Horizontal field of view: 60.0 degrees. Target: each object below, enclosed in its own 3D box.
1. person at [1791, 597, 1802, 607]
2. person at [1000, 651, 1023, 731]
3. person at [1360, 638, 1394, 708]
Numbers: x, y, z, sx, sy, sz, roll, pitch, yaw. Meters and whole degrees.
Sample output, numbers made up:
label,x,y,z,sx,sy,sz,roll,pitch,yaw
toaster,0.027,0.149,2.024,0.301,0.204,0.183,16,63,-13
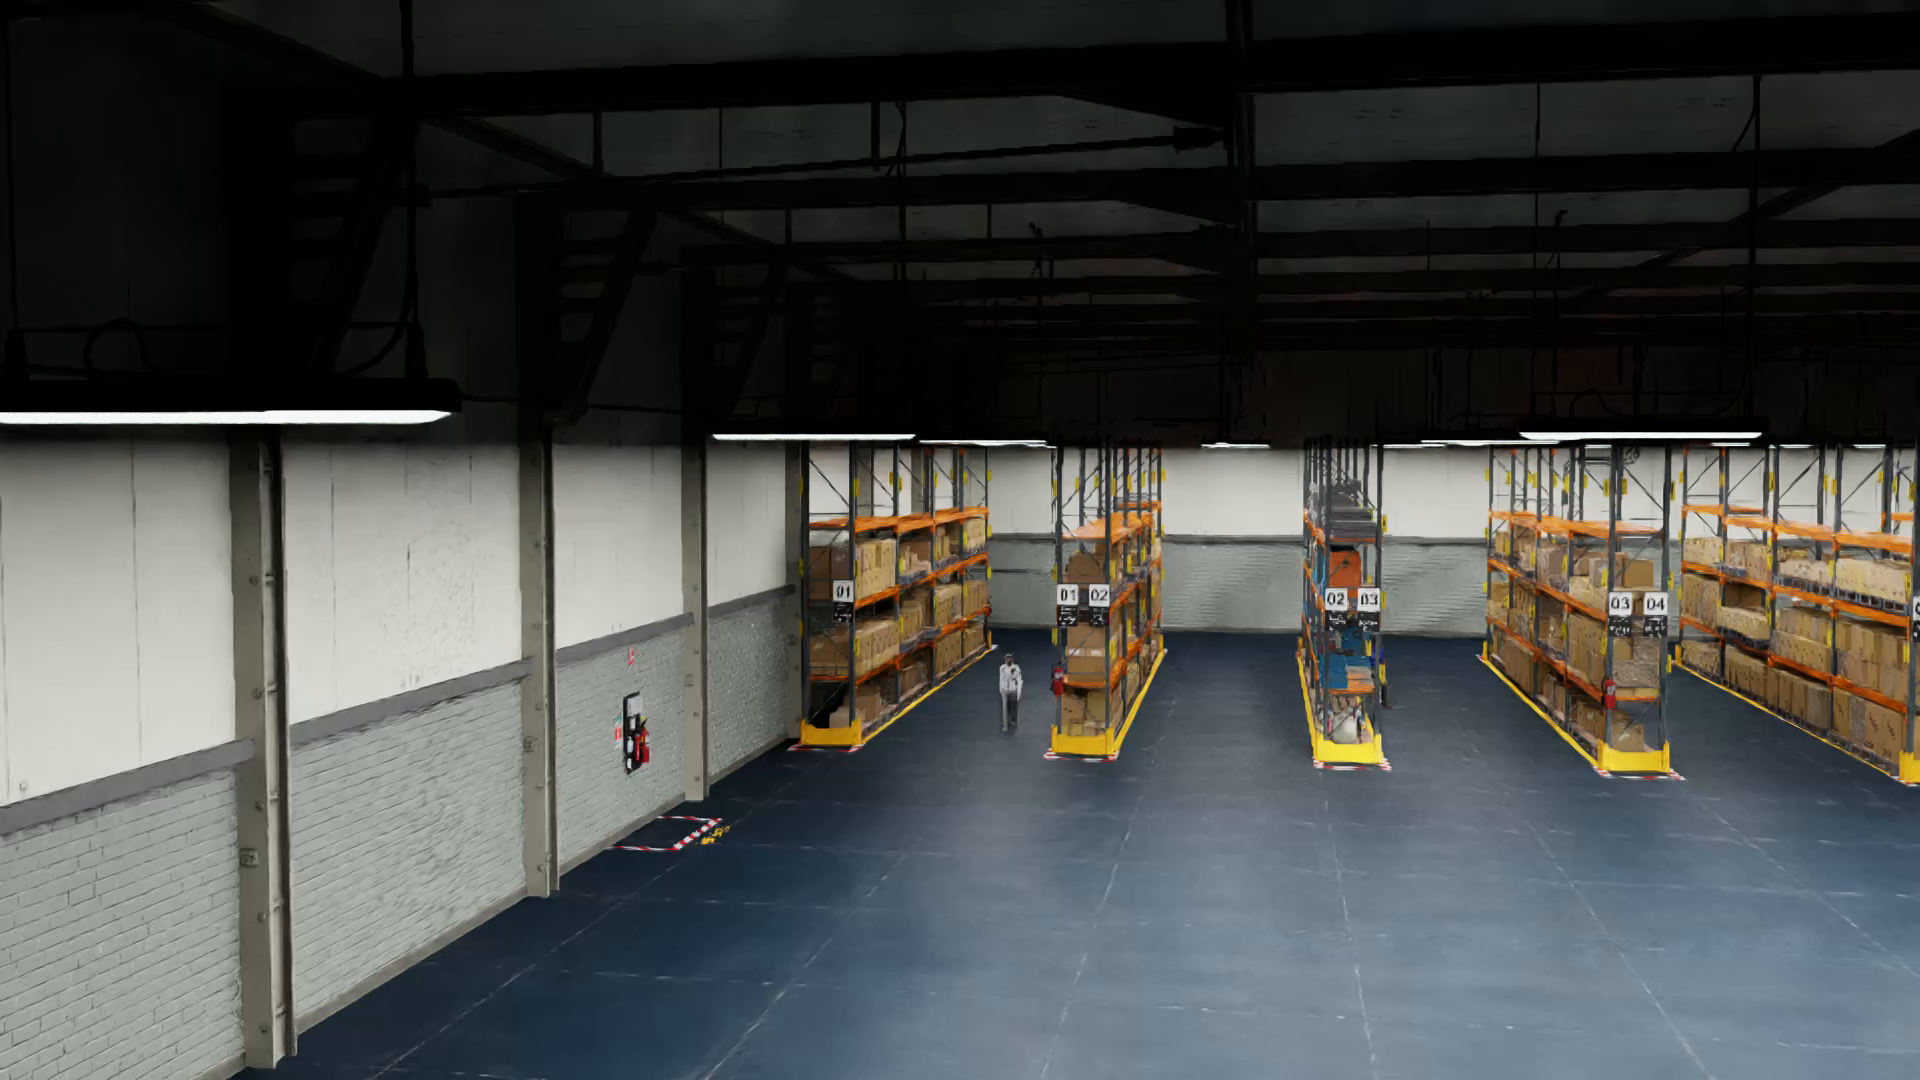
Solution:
label,x,y,z,sx,sy,sz,roll,pitch,yaw
person,22.900,2.395,45.342,0.700,1.769,0.555,-1,3,-18
person,1.035,3.064,33.975,0.502,1.625,0.988,1,3,9
person,9.223,2.930,36.930,0.622,1.575,0.822,0,3,-6
